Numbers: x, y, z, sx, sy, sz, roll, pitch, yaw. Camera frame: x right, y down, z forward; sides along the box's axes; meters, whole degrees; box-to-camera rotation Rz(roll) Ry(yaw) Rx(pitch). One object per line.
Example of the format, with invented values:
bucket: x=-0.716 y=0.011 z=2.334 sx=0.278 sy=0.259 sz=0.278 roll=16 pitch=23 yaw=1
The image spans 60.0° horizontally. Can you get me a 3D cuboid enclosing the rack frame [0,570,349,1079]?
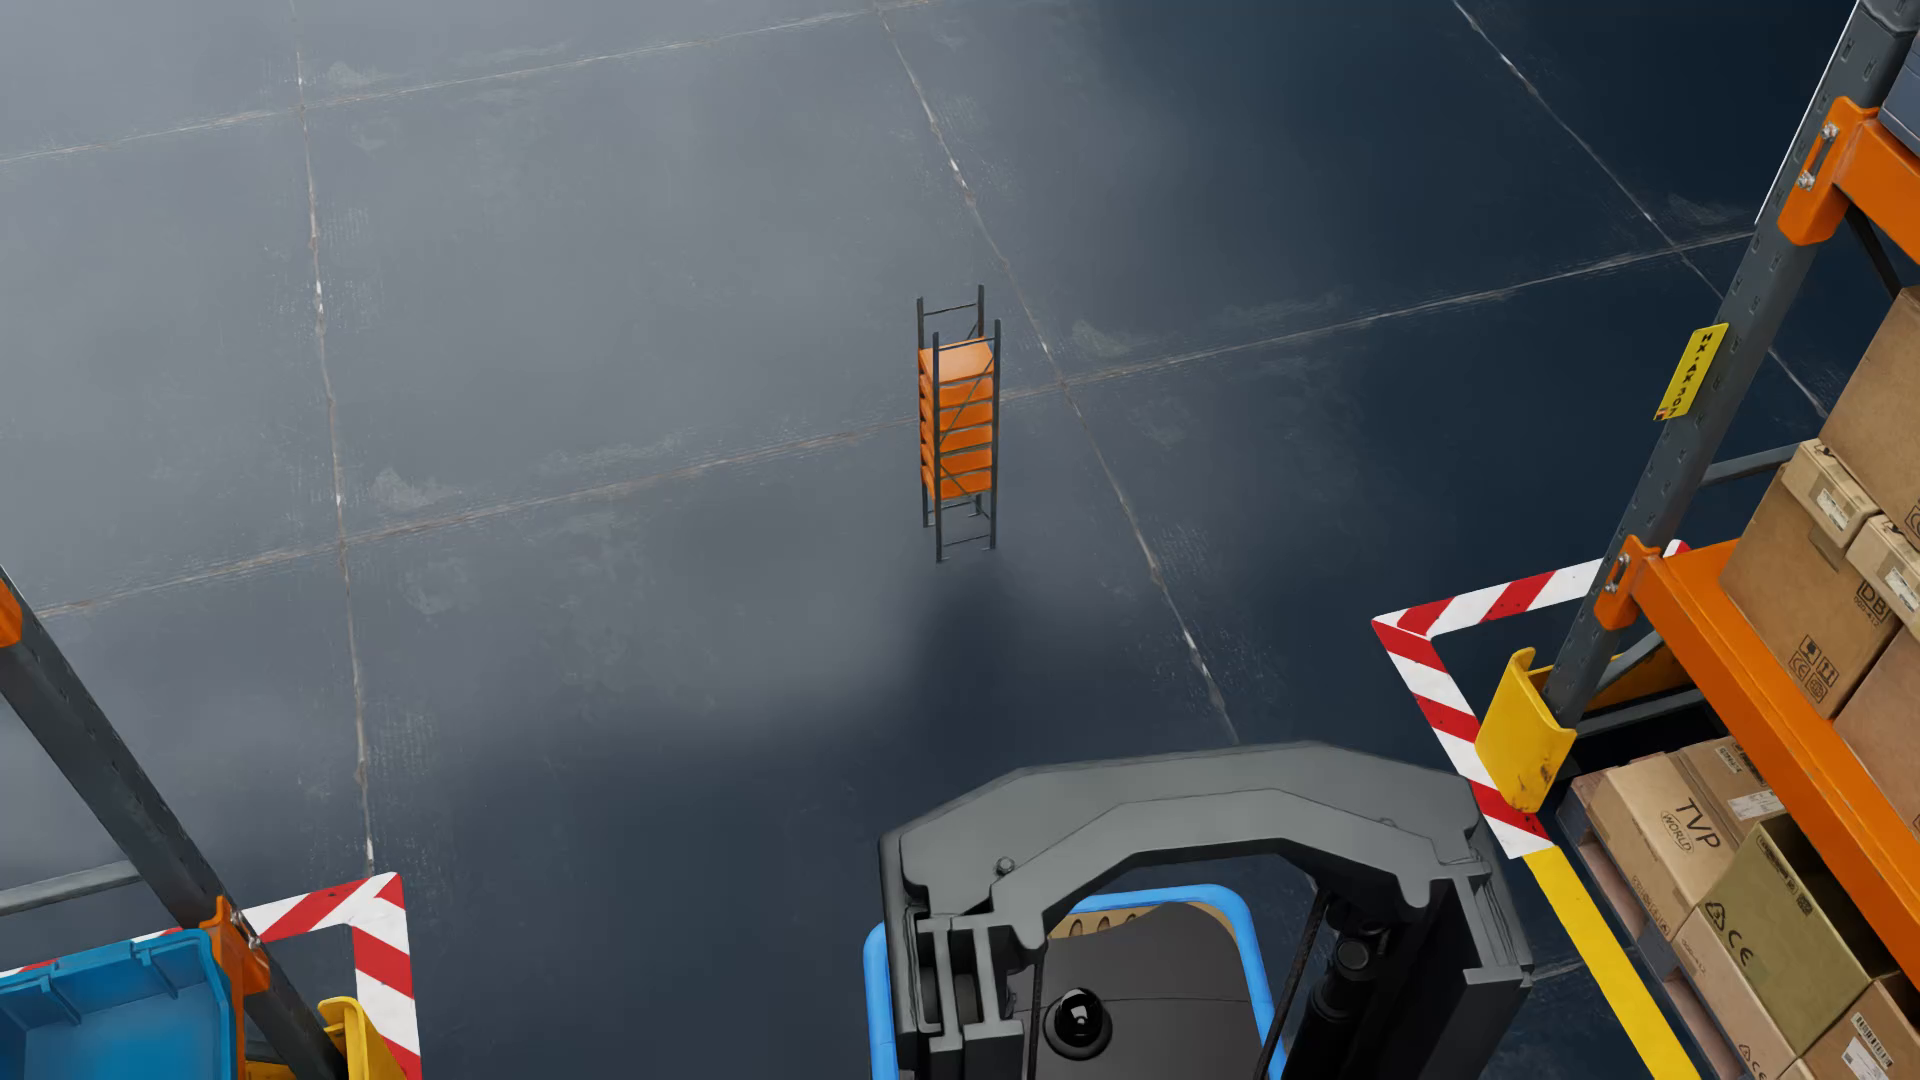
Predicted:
rack frame: x=-2.305 y=0.868 z=3.846 sx=0.949 sy=2.616 sz=0.053 roll=-13 pitch=51 yaw=-11

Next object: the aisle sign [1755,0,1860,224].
aisle sign: x=2.119 y=-1.067 z=3.777 sx=0.394 sy=0.787 sz=0.004 roll=-13 pitch=51 yaw=-11

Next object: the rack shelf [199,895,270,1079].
rack shelf: x=-1.710 y=2.560 z=2.890 sx=1.077 sy=0.370 sz=4.000 roll=-13 pitch=51 yaw=-11

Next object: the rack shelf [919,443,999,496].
rack shelf: x=-0.004 y=-0.291 z=6.216 sx=0.258 sy=0.103 sz=0.180 roll=-13 pitch=51 yaw=-11

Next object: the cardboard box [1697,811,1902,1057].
cardboard box: x=2.527 y=1.066 z=4.712 sx=0.500 sy=0.500 sz=0.500 roll=-13 pitch=51 yaw=-11

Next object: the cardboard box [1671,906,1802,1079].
cardboard box: x=2.529 y=1.307 z=4.999 sx=0.500 sy=0.250 sz=0.500 roll=-13 pitch=51 yaw=-11

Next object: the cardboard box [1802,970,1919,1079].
cardboard box: x=2.687 y=1.428 z=4.407 sx=0.500 sy=0.500 sz=0.500 roll=-13 pitch=51 yaw=-11

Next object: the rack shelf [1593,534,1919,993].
rack shelf: x=3.023 y=1.443 z=3.832 sx=1.077 sy=0.370 sz=4.000 roll=-13 pitch=51 yaw=-11

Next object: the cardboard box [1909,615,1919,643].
cardboard box: x=2.495 y=0.219 z=3.904 sx=0.380 sy=0.149 sz=0.250 roll=-13 pitch=51 yaw=-11

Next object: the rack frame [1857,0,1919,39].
rack frame: x=2.431 y=-2.184 z=2.495 sx=1.000 sy=3.000 sz=0.127 roll=-13 pitch=51 yaw=-11

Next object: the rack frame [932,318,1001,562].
rack frame: x=0.023 y=-0.330 z=6.034 sx=0.240 sy=1.200 sz=0.006 roll=-13 pitch=51 yaw=-11

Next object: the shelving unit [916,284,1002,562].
shelving unit: x=-0.004 y=-0.397 z=6.090 sx=0.258 sy=1.200 sz=0.189 roll=-13 pitch=51 yaw=-11

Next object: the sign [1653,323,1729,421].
sign: x=1.899 y=-0.433 z=4.325 sx=0.100 sy=0.325 sz=0.005 roll=-13 pitch=51 yaw=-11

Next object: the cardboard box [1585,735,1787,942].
cardboard box: x=2.377 y=0.943 z=5.307 sx=0.500 sy=0.250 sz=0.500 roll=-13 pitch=51 yaw=-11

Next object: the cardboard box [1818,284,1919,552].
cardboard box: x=2.573 y=-0.318 z=3.932 sx=0.700 sy=0.500 sz=0.500 roll=-13 pitch=51 yaw=-11

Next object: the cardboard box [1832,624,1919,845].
cardboard box: x=2.717 y=0.444 z=4.138 sx=0.700 sy=0.500 sz=0.500 roll=-12 pitch=51 yaw=-10

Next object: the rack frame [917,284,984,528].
rack frame: x=-0.031 y=-0.464 z=6.146 sx=0.240 sy=1.200 sz=0.006 roll=-13 pitch=51 yaw=-11

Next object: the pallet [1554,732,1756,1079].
pallet: x=2.698 y=1.198 z=5.392 sx=1.003 sy=0.211 sz=1.213 roll=-13 pitch=51 yaw=-11

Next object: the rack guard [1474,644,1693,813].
rack guard: x=2.424 y=0.538 z=5.759 sx=1.175 sy=0.500 sz=0.348 roll=-13 pitch=51 yaw=-11

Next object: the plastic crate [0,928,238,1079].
plastic crate: x=-1.868 y=1.213 z=3.652 sx=0.499 sy=0.251 sz=0.616 roll=-13 pitch=51 yaw=-11

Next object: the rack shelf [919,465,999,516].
rack shelf: x=-0.004 y=-0.214 z=6.307 sx=0.258 sy=0.103 sz=0.180 roll=-13 pitch=51 yaw=-11

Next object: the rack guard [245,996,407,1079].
rack guard: x=-2.234 y=1.718 z=4.764 sx=1.175 sy=0.500 sz=0.348 roll=-13 pitch=51 yaw=-11

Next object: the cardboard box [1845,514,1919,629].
cardboard box: x=2.422 y=0.036 z=4.058 sx=0.380 sy=0.149 sz=0.250 roll=-15 pitch=51 yaw=-12

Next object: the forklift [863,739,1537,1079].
forklift: x=0.417 y=1.813 z=3.095 sx=1.130 sy=2.935 sz=3.031 roll=-5 pitch=50 yaw=-4

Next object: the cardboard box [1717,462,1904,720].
cardboard box: x=2.557 y=0.062 z=4.460 sx=0.700 sy=0.500 sz=0.500 roll=-13 pitch=51 yaw=-11

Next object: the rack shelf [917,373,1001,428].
rack shelf: x=-0.004 y=-0.523 z=5.940 sx=0.258 sy=0.103 sz=0.180 roll=-13 pitch=51 yaw=-11

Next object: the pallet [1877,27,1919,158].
pallet: x=2.616 y=-0.666 z=3.235 sx=1.003 sy=0.211 sz=1.213 roll=-13 pitch=51 yaw=-11

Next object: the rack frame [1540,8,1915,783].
rack frame: x=2.431 y=-0.250 z=4.788 sx=1.000 sy=3.000 sz=0.127 roll=-13 pitch=51 yaw=-11

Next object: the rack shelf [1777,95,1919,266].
rack shelf: x=3.023 y=0.476 z=2.685 sx=1.077 sy=0.370 sz=4.000 roll=-13 pitch=51 yaw=-11

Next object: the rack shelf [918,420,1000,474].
rack shelf: x=-0.004 y=-0.369 z=6.124 sx=0.258 sy=0.103 sz=0.180 roll=-13 pitch=51 yaw=-11

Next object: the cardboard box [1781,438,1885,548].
cardboard box: x=2.342 y=-0.156 z=4.220 sx=0.380 sy=0.149 sz=0.250 roll=-14 pitch=51 yaw=-11

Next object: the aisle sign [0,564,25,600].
aisle sign: x=-2.039 y=-0.090 z=2.954 sx=0.394 sy=0.787 sz=0.004 roll=-13 pitch=51 yaw=-11

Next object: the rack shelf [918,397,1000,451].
rack shelf: x=-0.004 y=-0.446 z=6.032 sx=0.258 sy=0.103 sz=0.180 roll=-13 pitch=51 yaw=-11

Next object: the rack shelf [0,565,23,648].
rack shelf: x=-1.710 y=1.593 z=1.743 sx=1.077 sy=0.370 sz=4.000 roll=-13 pitch=51 yaw=-11

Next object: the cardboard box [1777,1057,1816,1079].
cardboard box: x=2.676 y=1.673 z=4.691 sx=0.500 sy=0.250 sz=0.500 roll=-13 pitch=51 yaw=-11

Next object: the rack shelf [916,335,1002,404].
rack shelf: x=-0.004 y=-0.601 z=5.849 sx=0.258 sy=0.103 sz=0.180 roll=-13 pitch=51 yaw=-11
